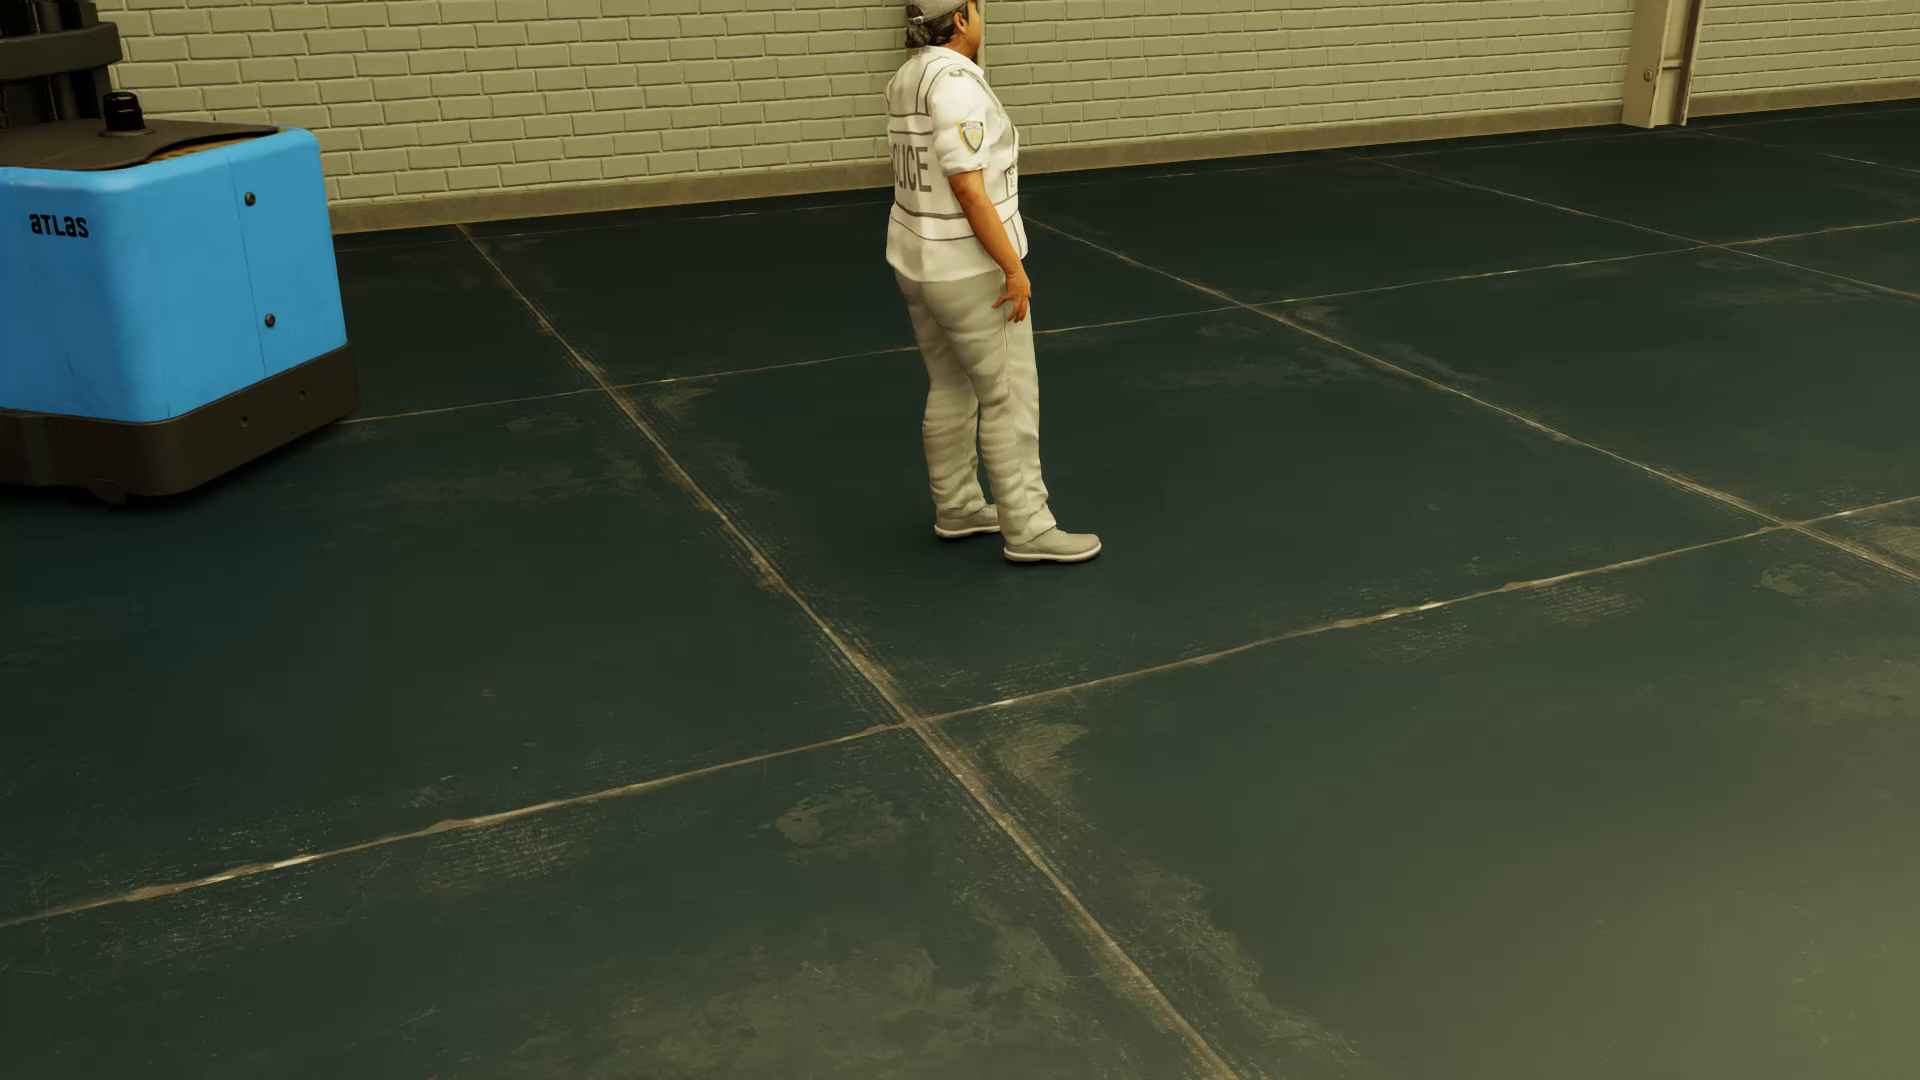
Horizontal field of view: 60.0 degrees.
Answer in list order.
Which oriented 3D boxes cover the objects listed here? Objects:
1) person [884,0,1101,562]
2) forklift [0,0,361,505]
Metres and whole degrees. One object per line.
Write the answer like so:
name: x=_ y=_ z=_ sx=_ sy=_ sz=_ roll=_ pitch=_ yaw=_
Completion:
person: x=0.079 y=-0.780 z=4.795 sx=0.529 sy=1.670 sz=0.598 roll=-10 pitch=25 yaw=-23
forklift: x=-3.772 y=-1.776 z=5.562 sx=3.031 sy=2.935 sz=1.130 roll=7 pitch=23 yaw=16
